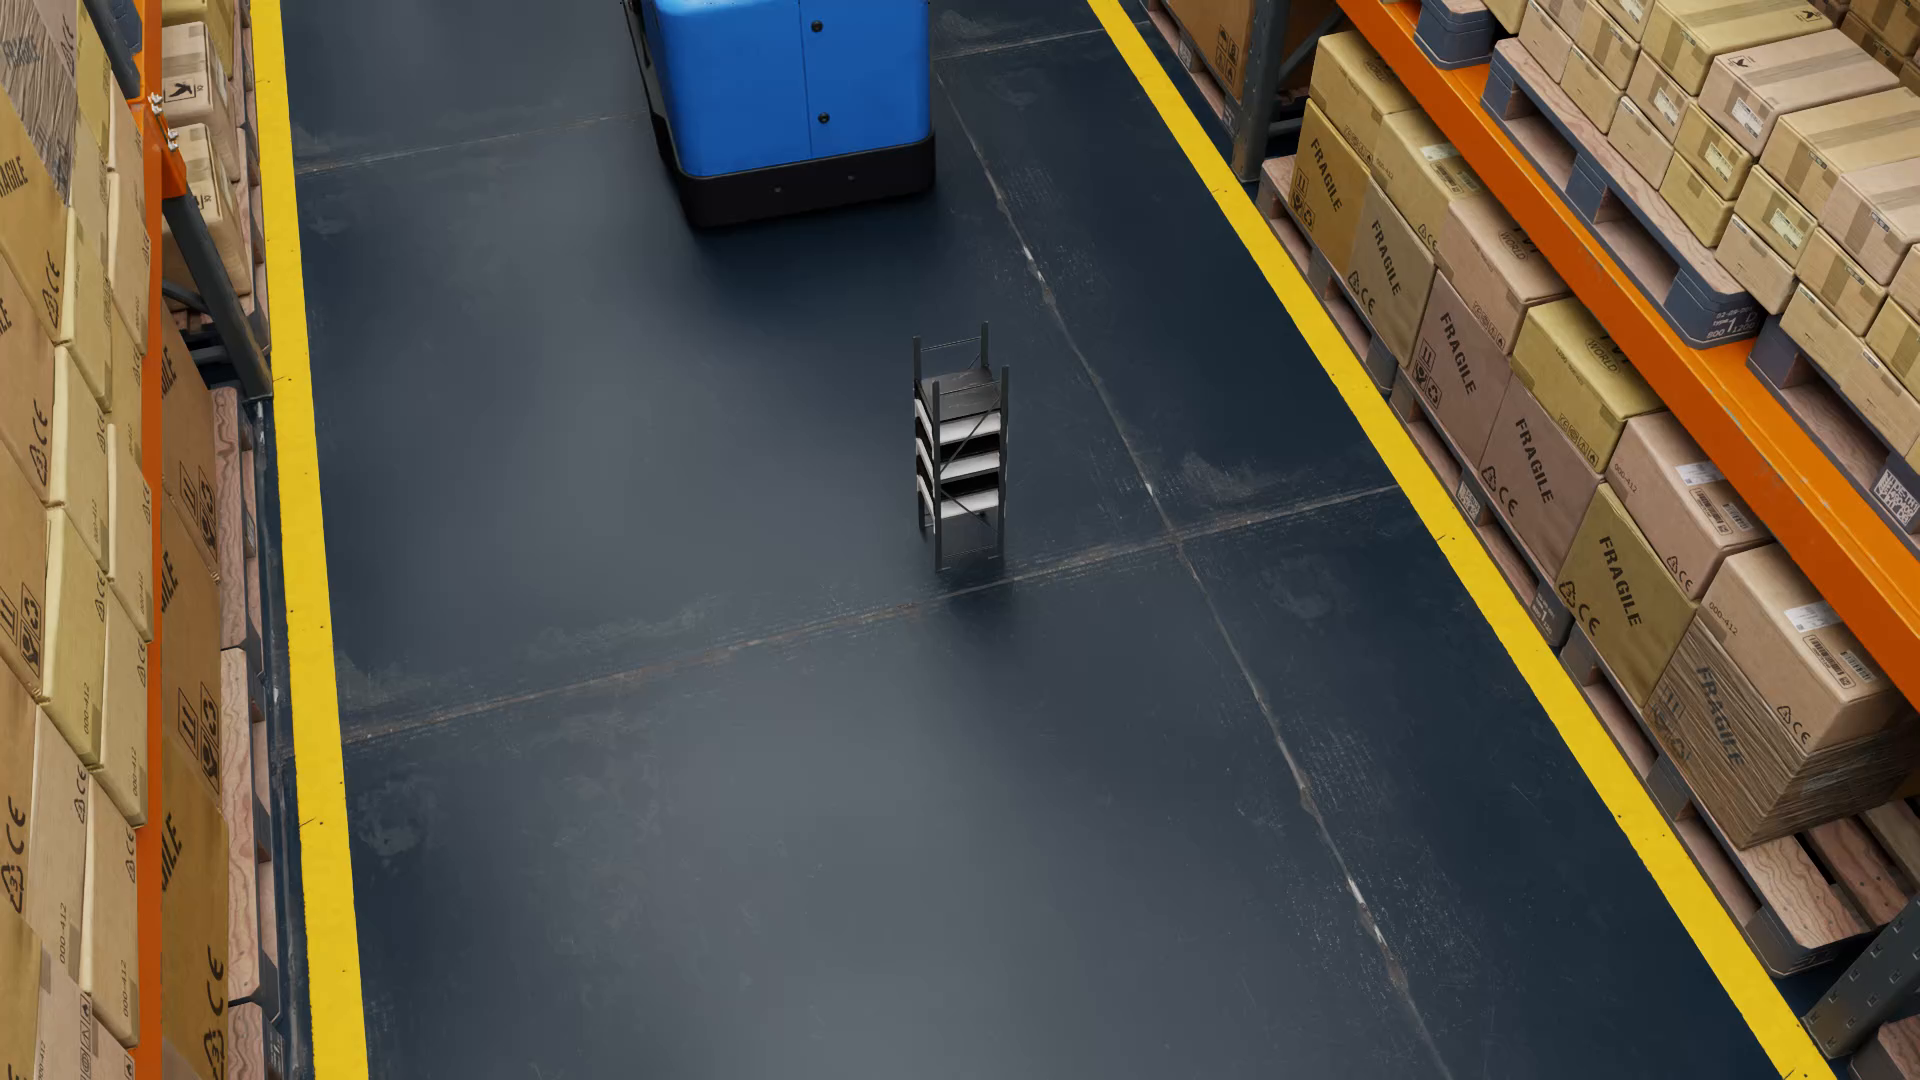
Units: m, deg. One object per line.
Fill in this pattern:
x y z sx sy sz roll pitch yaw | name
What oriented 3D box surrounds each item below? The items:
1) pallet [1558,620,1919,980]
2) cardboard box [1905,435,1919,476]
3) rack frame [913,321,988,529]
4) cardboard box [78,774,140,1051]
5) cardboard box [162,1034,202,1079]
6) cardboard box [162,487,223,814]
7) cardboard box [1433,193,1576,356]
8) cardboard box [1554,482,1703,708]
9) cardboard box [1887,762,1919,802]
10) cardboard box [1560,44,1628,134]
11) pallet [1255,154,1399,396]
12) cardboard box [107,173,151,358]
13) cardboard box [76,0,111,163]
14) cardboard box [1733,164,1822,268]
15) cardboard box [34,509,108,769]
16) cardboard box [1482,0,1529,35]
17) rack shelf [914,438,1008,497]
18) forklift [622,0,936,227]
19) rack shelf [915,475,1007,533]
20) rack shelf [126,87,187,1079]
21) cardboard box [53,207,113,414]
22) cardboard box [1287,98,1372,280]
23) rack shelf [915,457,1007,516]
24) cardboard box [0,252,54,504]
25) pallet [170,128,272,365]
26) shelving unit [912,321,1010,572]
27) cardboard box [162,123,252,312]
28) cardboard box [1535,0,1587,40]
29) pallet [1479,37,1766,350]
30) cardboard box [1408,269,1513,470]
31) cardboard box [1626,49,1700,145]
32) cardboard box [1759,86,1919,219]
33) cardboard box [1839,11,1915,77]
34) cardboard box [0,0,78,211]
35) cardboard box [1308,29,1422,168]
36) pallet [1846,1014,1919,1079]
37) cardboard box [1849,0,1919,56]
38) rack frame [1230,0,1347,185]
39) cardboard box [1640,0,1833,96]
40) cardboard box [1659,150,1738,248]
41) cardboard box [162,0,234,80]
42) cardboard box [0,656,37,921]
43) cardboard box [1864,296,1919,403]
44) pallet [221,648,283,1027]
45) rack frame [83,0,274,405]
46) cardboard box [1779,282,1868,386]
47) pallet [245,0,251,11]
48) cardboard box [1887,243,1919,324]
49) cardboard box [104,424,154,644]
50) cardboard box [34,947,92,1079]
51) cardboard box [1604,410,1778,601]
2.598 0.631 5.080 1.003 0.211 1.213 -13 51 -11 | pallet
2.446 -0.189 3.837 0.380 0.149 0.250 -13 51 -11 | cardboard box
-0.028 -0.358 5.464 0.240 0.900 0.006 -13 51 -11 | rack frame
-1.901 0.783 3.226 0.500 0.250 0.500 -14 51 -12 | cardboard box
-2.128 1.608 3.547 0.875 0.875 0.875 -12 51 -10 | cardboard box
-2.667 0.297 4.652 0.875 0.875 0.875 -13 51 -11 | cardboard box
1.904 -0.899 5.416 0.500 0.250 0.500 -13 51 -11 | cardboard box
2.219 0.113 5.053 0.500 0.500 0.500 -14 51 -12 | cardboard box
2.865 0.371 4.835 0.500 0.500 0.500 -12 51 -10 | cardboard box
1.981 -1.335 4.803 0.380 0.149 0.250 -13 51 -10 | cardboard box
1.877 -1.151 6.582 1.003 0.211 1.213 -13 51 -11 | pallet
-2.488 -0.699 4.476 0.500 0.250 0.500 -12 51 -10 | cardboard box
-2.666 -1.244 4.608 0.500 0.250 0.500 -13 51 -11 | cardboard box
2.213 -0.859 4.207 0.380 0.149 0.250 -16 52 -13 | cardboard box
-2.034 0.247 3.351 0.500 0.250 0.500 -13 51 -11 | cardboard box
1.827 -1.713 5.122 0.380 0.149 0.250 -11 51 -9 | cardboard box
0.002 -0.263 5.426 0.258 0.077 0.200 -13 51 -11 | rack shelf
-0.981 -3.367 6.672 1.130 2.935 3.031 -12 51 -10 | forklift
0.002 -0.147 5.564 0.258 0.077 0.200 -13 51 -11 | rack shelf
-2.460 0.265 4.035 1.077 0.370 4.000 -13 51 -11 | rack shelf
-2.340 -0.501 3.982 0.500 0.250 0.500 -15 51 -12 | cardboard box
1.613 -1.376 6.309 0.500 0.500 0.500 -15 52 -13 | cardboard box
0.002 -0.205 5.495 0.258 0.077 0.200 -13 51 -11 | rack shelf
-2.206 -0.356 3.368 0.500 0.500 0.500 -14 51 -12 | cardboard box
-3.281 -1.100 6.539 1.003 0.211 1.213 -13 51 -11 | pallet
0.002 -0.284 5.401 0.258 0.900 0.210 -13 51 -11 | shelving unit
-3.209 -1.131 6.186 0.950 0.372 0.625 -16 52 -13 | cardboard box
1.910 -1.615 4.844 0.380 0.149 0.250 -13 51 -11 | cardboard box
2.272 -1.122 4.860 1.003 0.211 1.213 -13 51 -11 | pallet
1.921 -0.636 5.684 0.500 0.500 0.500 -14 51 -12 | cardboard box
2.064 -1.236 4.525 0.380 0.149 0.250 -12 51 -10 | cardboard box
2.223 -0.952 4.091 0.380 0.149 0.250 -15 51 -12 | cardboard box
2.688 -1.383 4.649 0.380 0.149 0.250 -14 51 -12 | cardboard box
-2.489 -1.091 3.988 0.500 0.500 0.500 -13 51 -10 | cardboard box
1.620 -1.634 6.035 0.500 0.250 0.500 -15 52 -13 | cardboard box
3.063 1.682 4.194 1.003 0.211 1.213 -13 51 -11 | pallet
2.687 -1.477 4.534 0.380 0.149 0.250 -12 51 -10 | cardboard box
1.647 -2.621 5.998 1.000 3.000 0.127 -13 51 -11 | rack frame
2.059 -1.343 4.421 0.380 0.149 0.250 -14 51 -11 | cardboard box
2.135 -0.950 4.478 0.380 0.149 0.250 -11 51 -9 | cardboard box
-3.654 -2.223 7.107 0.950 0.372 0.625 -12 51 -10 | cardboard box
-1.901 0.387 2.742 0.500 0.500 0.500 -14 51 -11 | cardboard box
2.374 -0.470 3.879 0.380 0.149 0.250 -11 51 -9 | cardboard box
-2.533 0.953 4.808 1.003 0.211 1.213 -13 51 -11 | pallet
-3.052 -1.428 4.992 1.000 3.000 0.127 -13 51 -11 | rack frame
2.301 -0.554 4.145 0.380 0.149 0.250 -16 52 -13 | cardboard box
-4.003 -2.882 8.042 1.003 0.211 1.213 -13 51 -11 | pallet
2.370 -0.580 3.777 0.380 0.149 0.250 -15 51 -12 | cardboard box
-2.176 0.038 3.854 0.500 0.250 0.500 -14 51 -12 | cardboard box
-1.729 0.996 2.720 0.500 0.250 0.500 -15 51 -12 | cardboard box
2.229 -0.136 4.773 0.500 0.250 0.500 -11 51 -9 | cardboard box
